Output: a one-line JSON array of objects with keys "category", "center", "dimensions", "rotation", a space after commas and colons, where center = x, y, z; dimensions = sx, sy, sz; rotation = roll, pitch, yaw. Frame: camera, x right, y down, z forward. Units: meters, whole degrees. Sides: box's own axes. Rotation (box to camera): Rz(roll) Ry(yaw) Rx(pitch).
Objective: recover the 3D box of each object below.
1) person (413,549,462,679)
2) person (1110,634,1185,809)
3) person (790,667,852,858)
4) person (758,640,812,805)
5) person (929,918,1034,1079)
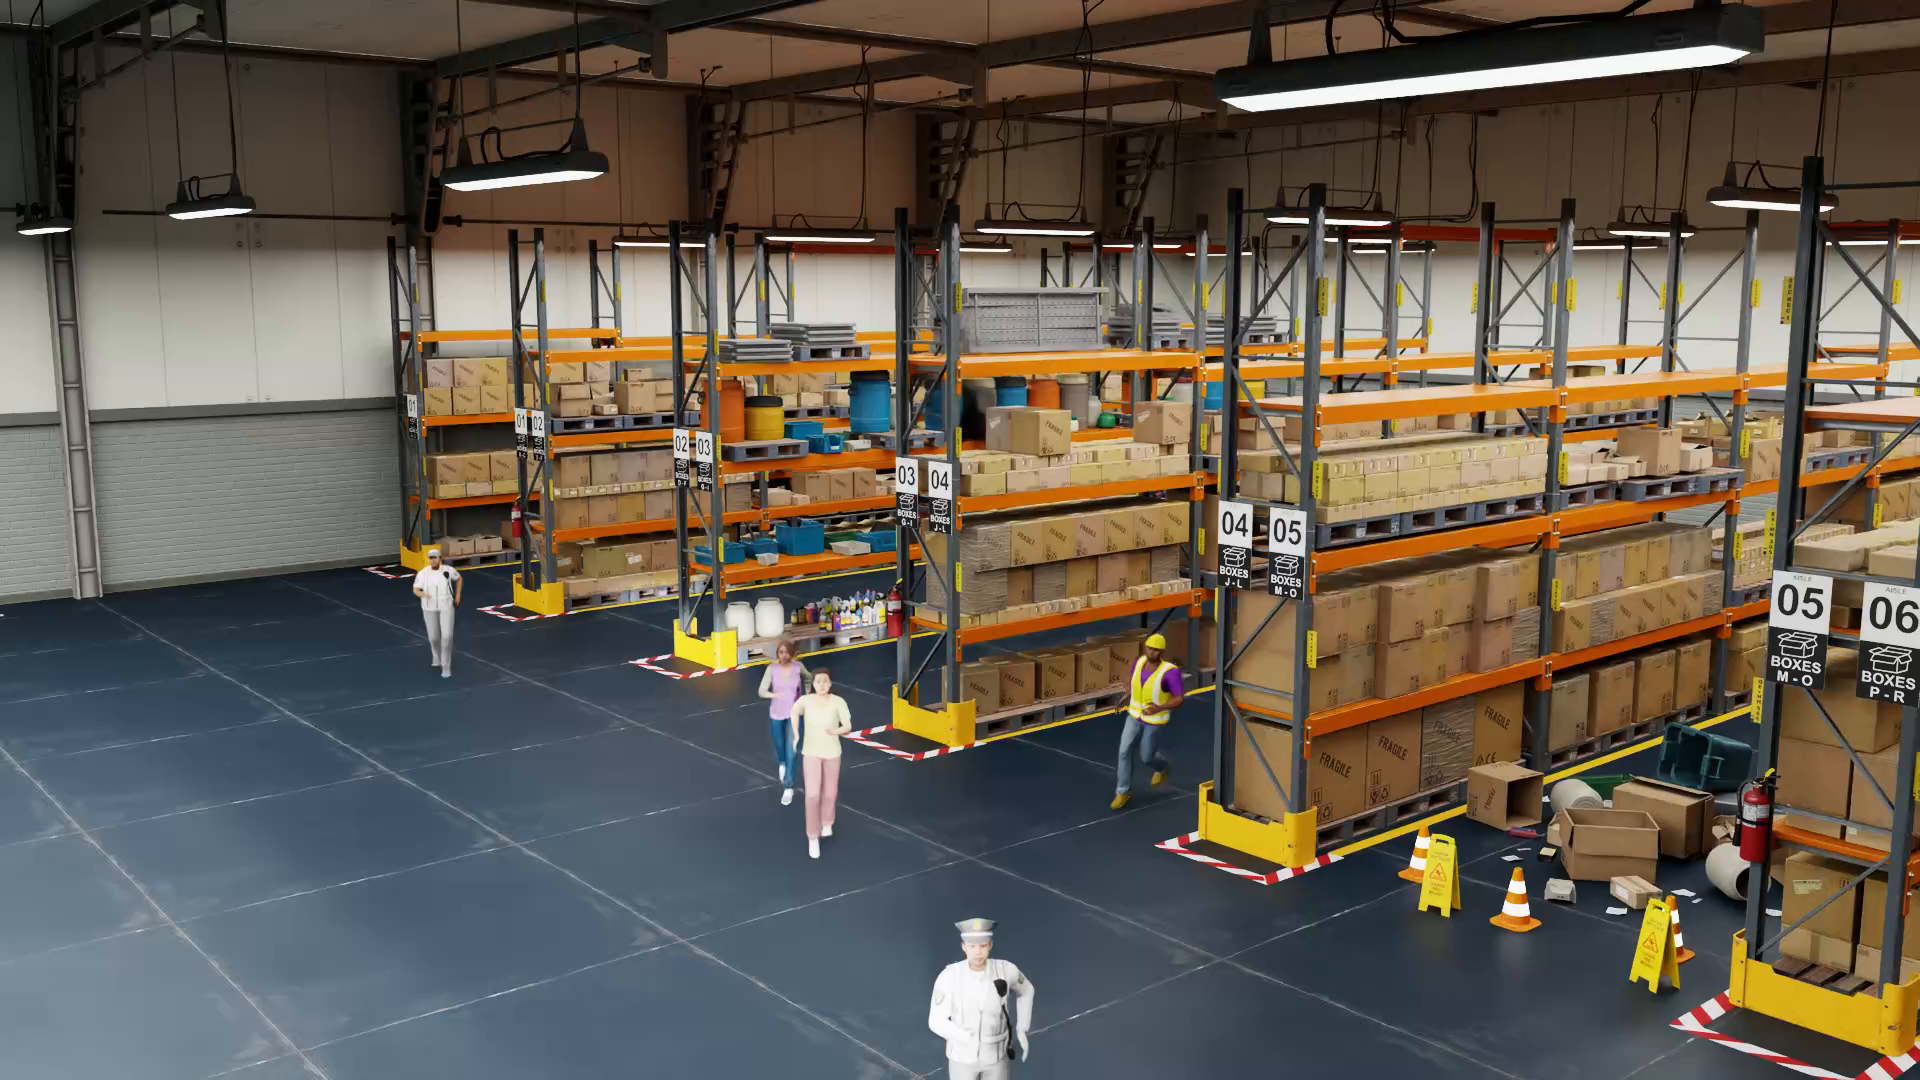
[{"category": "person", "center": [-6.971, 0.956, 22.222], "dimensions": [0.607, 1.710, 0.844], "rotation": [-2, 9, -11]}, {"category": "person", "center": [1.912, 1.787, 16.607], "dimensions": [0.738, 1.764, 0.877], "rotation": [7, 11, 39]}, {"category": "person", "center": [-1.269, 2.010, 15.281], "dimensions": [0.544, 1.725, 0.732], "rotation": [-1, 9, -8]}, {"category": "person", "center": [-1.761, 1.781, 16.827], "dimensions": [0.533, 1.595, 0.887], "rotation": [0, 9, -3]}, {"category": "person", "center": [0.119, 2.912, 9.299], "dimensions": [0.579, 1.680, 0.695], "rotation": [1, 9, 3]}]
